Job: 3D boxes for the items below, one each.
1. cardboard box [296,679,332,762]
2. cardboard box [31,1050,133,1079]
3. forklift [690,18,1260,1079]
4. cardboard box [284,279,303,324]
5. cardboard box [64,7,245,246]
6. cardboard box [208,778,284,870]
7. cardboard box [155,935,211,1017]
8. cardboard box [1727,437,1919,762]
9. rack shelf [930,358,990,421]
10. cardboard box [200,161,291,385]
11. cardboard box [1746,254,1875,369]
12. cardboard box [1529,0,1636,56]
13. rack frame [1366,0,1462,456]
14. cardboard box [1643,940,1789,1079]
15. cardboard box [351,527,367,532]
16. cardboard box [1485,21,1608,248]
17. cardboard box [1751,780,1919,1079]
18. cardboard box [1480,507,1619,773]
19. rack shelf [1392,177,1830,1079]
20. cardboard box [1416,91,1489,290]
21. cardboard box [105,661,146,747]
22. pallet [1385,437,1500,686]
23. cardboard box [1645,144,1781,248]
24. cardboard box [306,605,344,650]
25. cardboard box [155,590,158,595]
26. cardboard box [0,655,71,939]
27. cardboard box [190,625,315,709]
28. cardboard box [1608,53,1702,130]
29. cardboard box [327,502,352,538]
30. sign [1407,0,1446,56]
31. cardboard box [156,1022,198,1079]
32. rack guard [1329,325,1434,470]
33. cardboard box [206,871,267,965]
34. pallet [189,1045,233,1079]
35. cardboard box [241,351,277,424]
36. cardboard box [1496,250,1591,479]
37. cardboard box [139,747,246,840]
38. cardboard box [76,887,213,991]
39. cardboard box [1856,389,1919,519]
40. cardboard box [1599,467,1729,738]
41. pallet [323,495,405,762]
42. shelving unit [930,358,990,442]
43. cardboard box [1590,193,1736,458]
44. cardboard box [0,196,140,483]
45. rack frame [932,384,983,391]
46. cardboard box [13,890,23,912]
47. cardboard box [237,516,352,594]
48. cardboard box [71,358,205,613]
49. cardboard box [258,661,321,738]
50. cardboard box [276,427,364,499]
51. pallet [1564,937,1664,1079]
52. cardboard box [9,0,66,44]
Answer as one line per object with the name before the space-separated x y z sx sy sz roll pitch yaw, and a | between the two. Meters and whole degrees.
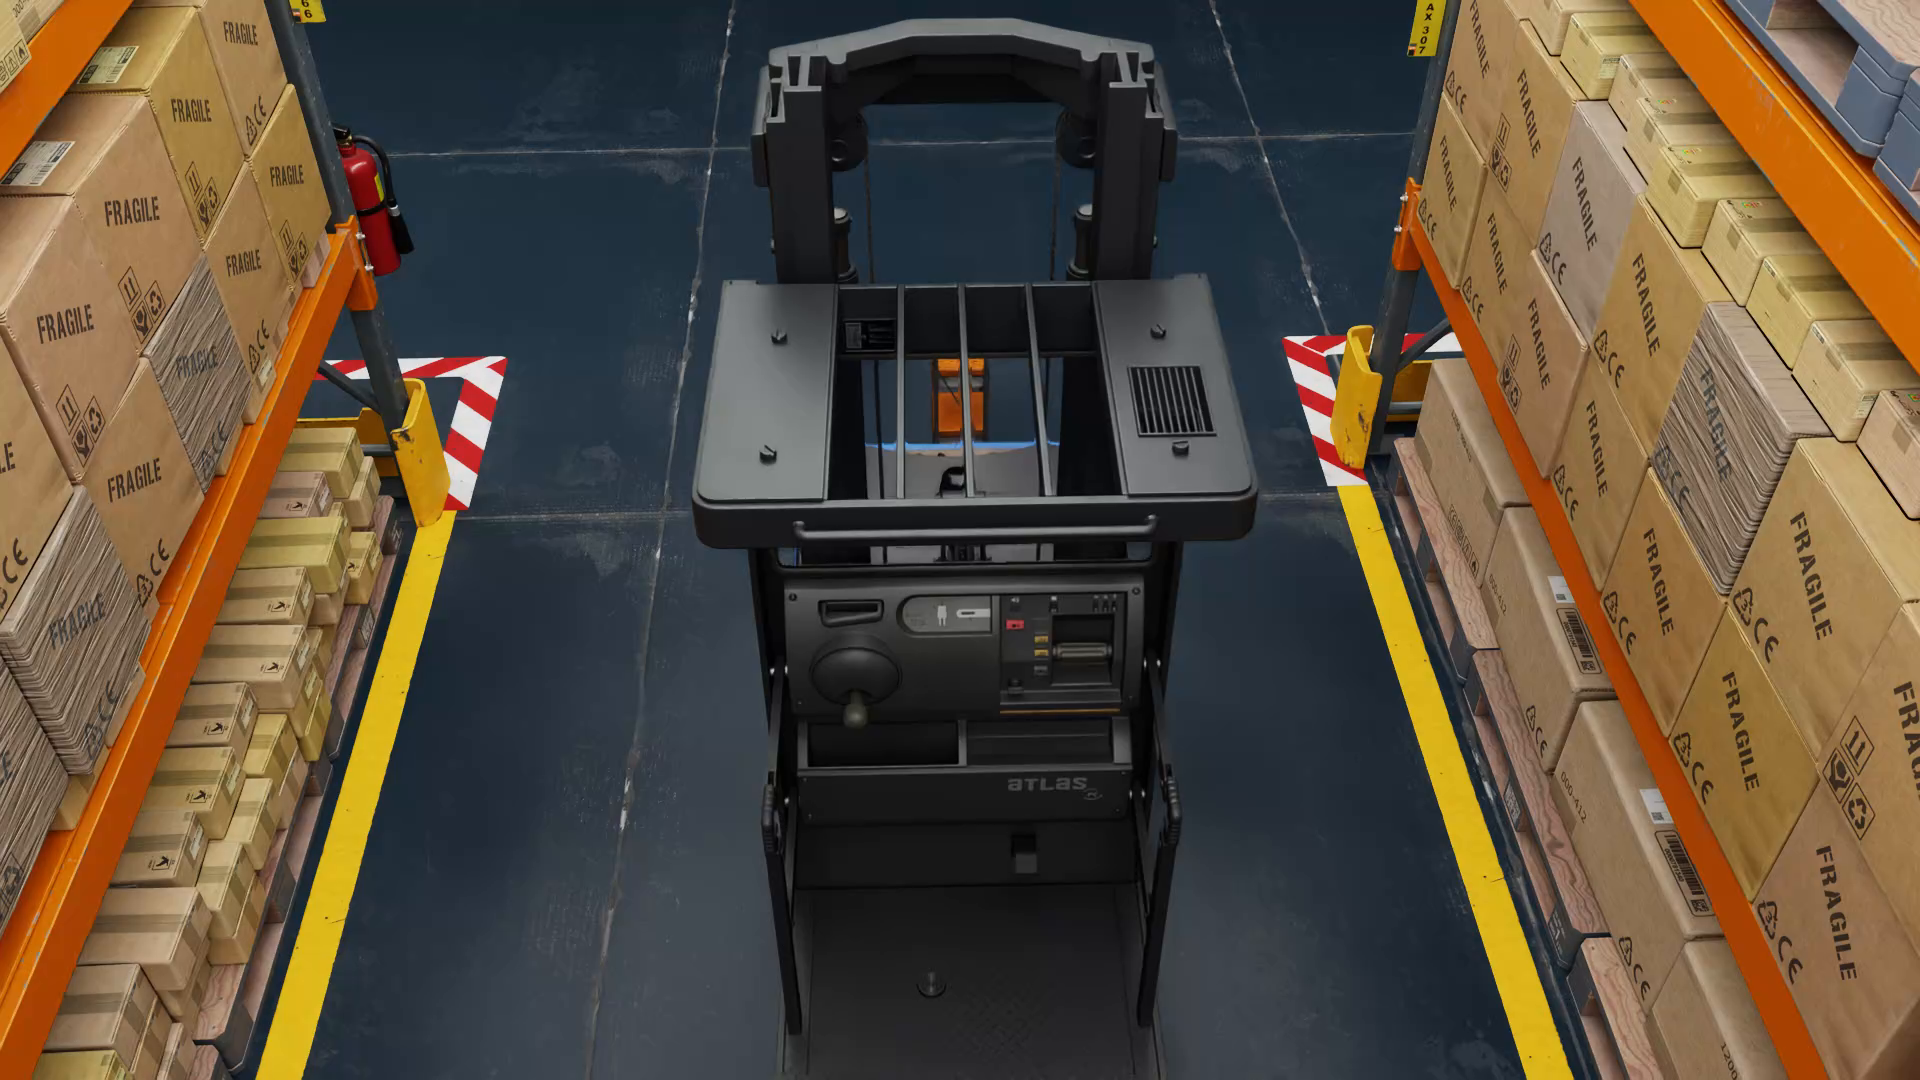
cardboard box | -2.367 0.623 5.650 0.380 0.149 0.250 -3 43 -4
cardboard box | -2.382 1.471 4.284 0.380 0.149 0.250 -2 43 -2
forklift | 0.020 0.376 4.171 1.130 2.935 3.031 -1 43 -1
cardboard box | -2.463 -0.837 5.630 0.380 0.149 0.250 -2 43 -2
cardboard box | -2.443 -1.182 4.786 0.500 0.500 0.500 -3 43 -3
cardboard box | -2.334 0.882 5.147 0.380 0.149 0.250 -1 43 -1
cardboard box | -2.401 1.221 4.776 0.380 0.149 0.250 0 43 0
cardboard box | 2.070 0.120 3.585 0.500 0.500 0.500 -2 43 -2
rack shelf | -0.002 -0.625 6.250 0.215 0.259 0.240 -2 43 -2
cardboard box | -2.439 -0.814 5.124 0.500 0.500 0.500 -2 43 -2
cardboard box | 2.057 -0.529 3.813 0.380 0.149 0.250 -2 43 -3
cardboard box | 1.927 -1.565 4.943 0.380 0.149 0.250 0 43 0
rack frame | 2.209 -1.521 6.190 1.000 3.000 0.127 -2 43 -2
cardboard box | 2.460 1.542 4.433 0.875 0.438 0.875 -2 43 -2
cardboard box | -2.501 -0.066 6.401 0.380 0.149 0.250 -1 43 -1
cardboard box | 1.974 -1.246 5.075 0.500 0.500 0.500 -3 43 -3
cardboard box | 2.104 0.836 3.544 0.500 0.500 0.500 -1 43 -1
cardboard box | 2.385 0.329 5.757 0.875 0.438 0.875 -1 43 -1
rack shelf | 2.294 0.094 4.960 1.077 0.370 4.000 -2 43 -2
cardboard box | 1.943 -1.226 5.794 0.500 0.500 0.500 -2 43 -2
cardboard box | -2.352 0.394 4.287 0.380 0.149 0.250 0 43 0
pallet | 2.321 0.044 6.546 1.003 0.211 1.213 -2 43 -2
cardboard box | 1.972 -0.870 4.185 0.380 0.149 0.250 -3 43 -3
cardboard box | -2.464 0.286 6.017 0.380 0.149 0.250 -2 43 -2
cardboard box | -2.441 0.044 4.668 0.380 0.149 0.250 -1 43 -1
cardboard box | -2.360 0.567 3.617 0.500 0.500 0.500 -2 43 -2
cardboard box | -2.350 0.415 5.436 0.380 0.149 0.250 0 43 0
cardboard box | 2.020 -1.212 4.558 0.380 0.149 0.250 -1 43 -1
cardboard box | -2.467 0.002 6.107 0.380 0.149 0.250 -3 43 -3
sign | 1.655 -1.858 5.858 0.100 0.325 0.005 -2 43 -2
cardboard box | -2.391 1.515 4.677 0.380 0.149 0.250 -2 43 -3
rack guard | 2.208 -0.616 7.052 1.175 0.500 0.348 -2 43 -2
cardboard box | -2.352 1.156 5.068 0.380 0.149 0.250 -3 43 -3
pallet | -2.626 1.965 4.450 1.003 0.211 1.213 -2 43 -2
cardboard box | -2.403 -0.497 5.258 0.380 0.149 0.250 -1 43 -1
cardboard box | 1.996 -0.541 5.047 0.500 0.500 0.500 -2 43 -2
cardboard box | -2.411 0.772 5.047 0.380 0.149 0.250 -1 43 -2
cardboard box | -2.345 1.121 4.666 0.380 0.149 0.250 -1 43 -1
cardboard box | 2.116 -0.184 3.437 0.380 0.149 0.250 -2 43 -2
cardboard box | 2.041 0.150 4.292 0.500 0.500 0.500 -2 43 -2
pallet | -2.730 0.318 6.247 1.003 0.211 1.213 -2 43 -2
shelving unit | -0.002 -0.423 6.435 0.215 1.050 0.252 -2 43 -2
cardboard box | 2.026 -0.562 4.329 0.500 0.500 0.500 -1 43 -2
cardboard box | -2.386 -0.475 4.014 0.500 0.500 0.500 -3 43 -3
rack frame | -0.007 -0.506 6.525 0.200 1.050 0.008 -2 43 -2
cardboard box | -2.402 0.747 3.901 0.380 0.149 0.250 -3 43 -4
cardboard box | -2.365 0.058 5.825 0.380 0.149 0.250 -3 43 -3
cardboard box | -2.397 -0.135 4.383 0.500 0.500 0.500 0 43 0
cardboard box | -2.366 0.524 5.538 0.380 0.149 0.250 -1 43 -1
cardboard box | -2.456 -0.284 6.199 0.380 0.149 0.250 -1 43 -1
pallet | 2.425 1.691 4.749 1.003 0.211 1.213 -2 43 -2
cardboard box | -2.412 -1.383 3.930 0.500 0.250 0.500 0 43 0
